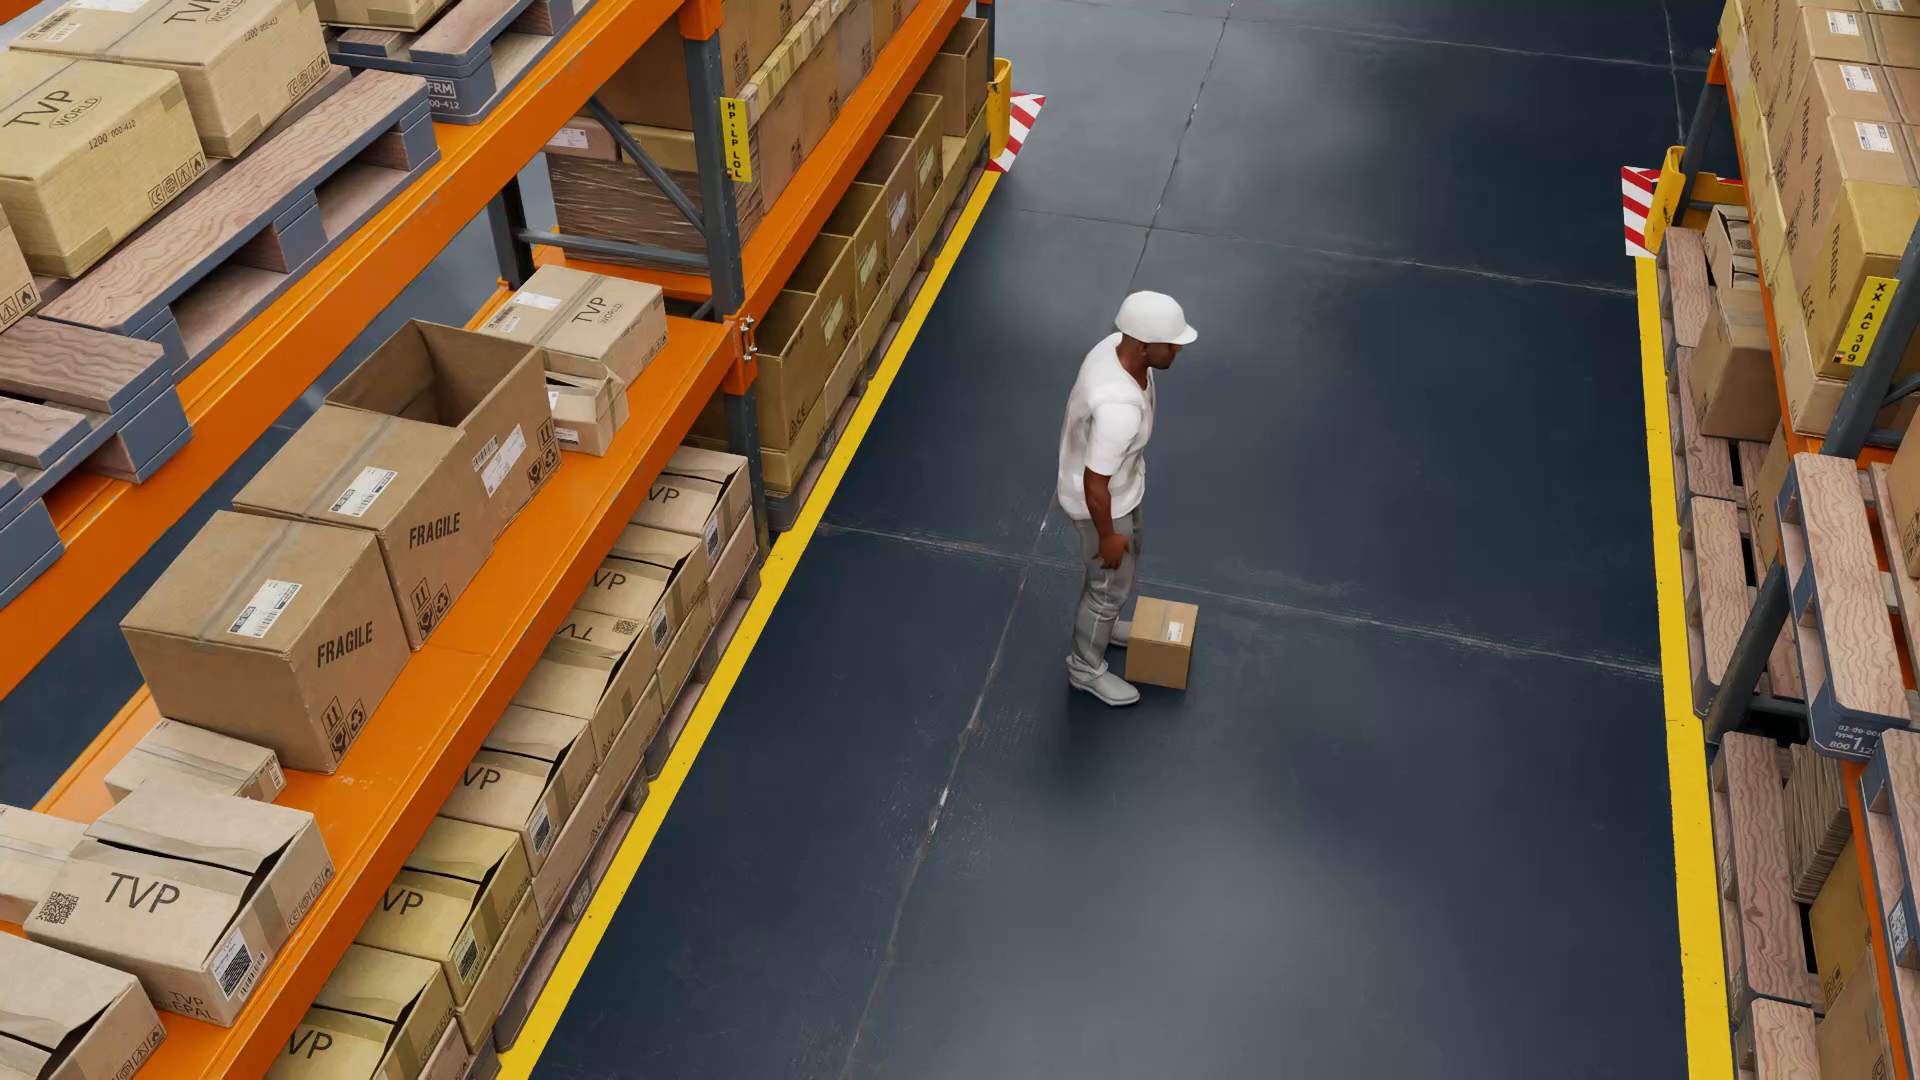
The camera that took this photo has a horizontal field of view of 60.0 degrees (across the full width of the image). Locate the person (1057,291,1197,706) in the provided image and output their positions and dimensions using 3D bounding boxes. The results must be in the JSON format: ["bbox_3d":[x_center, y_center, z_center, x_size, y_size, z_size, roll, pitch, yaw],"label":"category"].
[{"bbox_3d":[0.604,-0.182,6.356,0.463,1.759,0.625,8,41,9],"label":"person"}]
